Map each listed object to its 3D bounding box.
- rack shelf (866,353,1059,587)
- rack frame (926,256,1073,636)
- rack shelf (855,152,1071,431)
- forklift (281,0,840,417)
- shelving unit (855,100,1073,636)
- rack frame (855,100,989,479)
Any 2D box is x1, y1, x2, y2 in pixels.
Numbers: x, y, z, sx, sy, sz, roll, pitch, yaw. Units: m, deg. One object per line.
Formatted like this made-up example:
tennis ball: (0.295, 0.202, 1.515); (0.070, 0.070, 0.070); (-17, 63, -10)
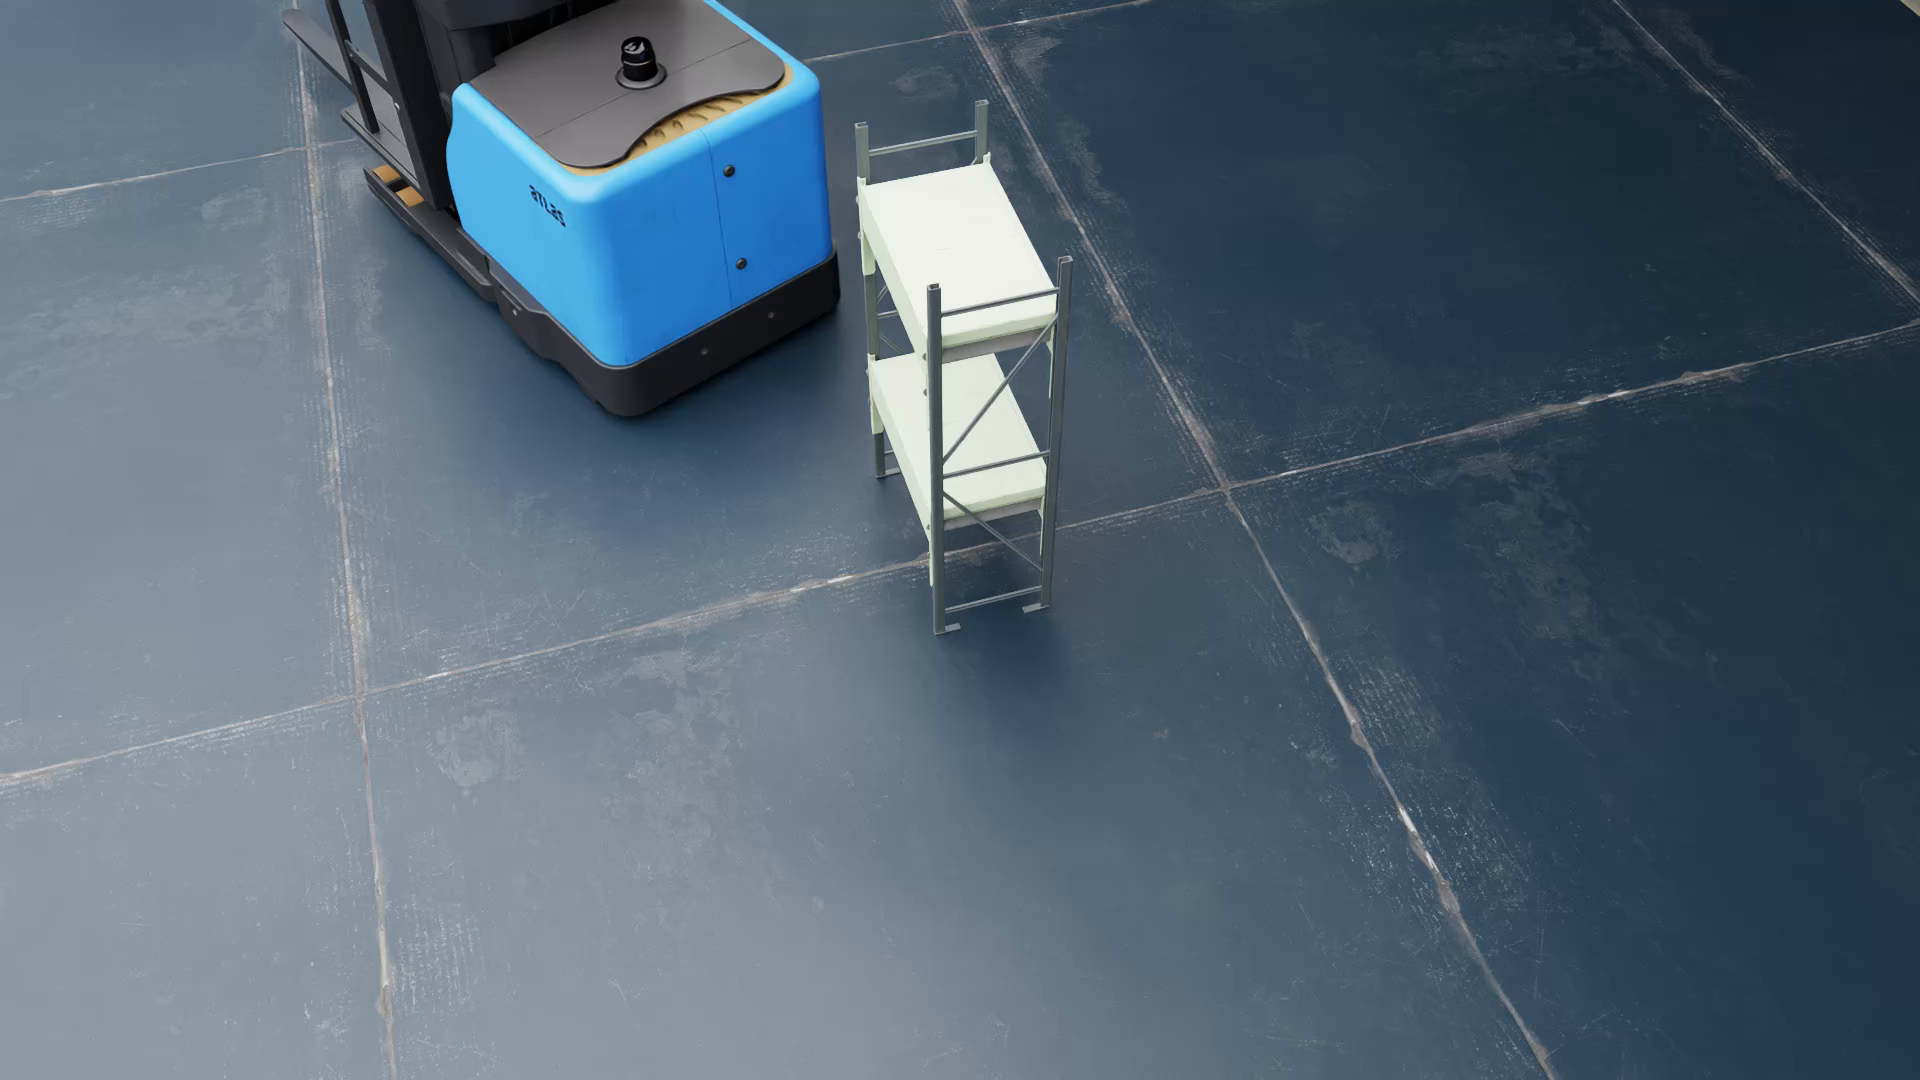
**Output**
rack shelf: (-0.002, -0.278, 5.430); (0.431, 0.370, 0.720); (-13, 51, -11)
rack frame: (0.106, -0.221, 4.955); (0.400, 1.500, 0.023); (-13, 51, -11)
rack shelf: (-0.002, -0.740, 4.882); (0.431, 0.370, 0.720); (-13, 51, -11)
forklift: (-1.805, -2.451, 5.899); (1.130, 2.935, 3.031); (-33, 57, -25)
shelving unit: (-0.002, -0.488, 5.181); (0.431, 1.500, 0.755); (-13, 51, -11)
rack frame: (-0.110, -0.756, 5.406); (0.400, 1.500, 0.023); (-13, 51, -11)
